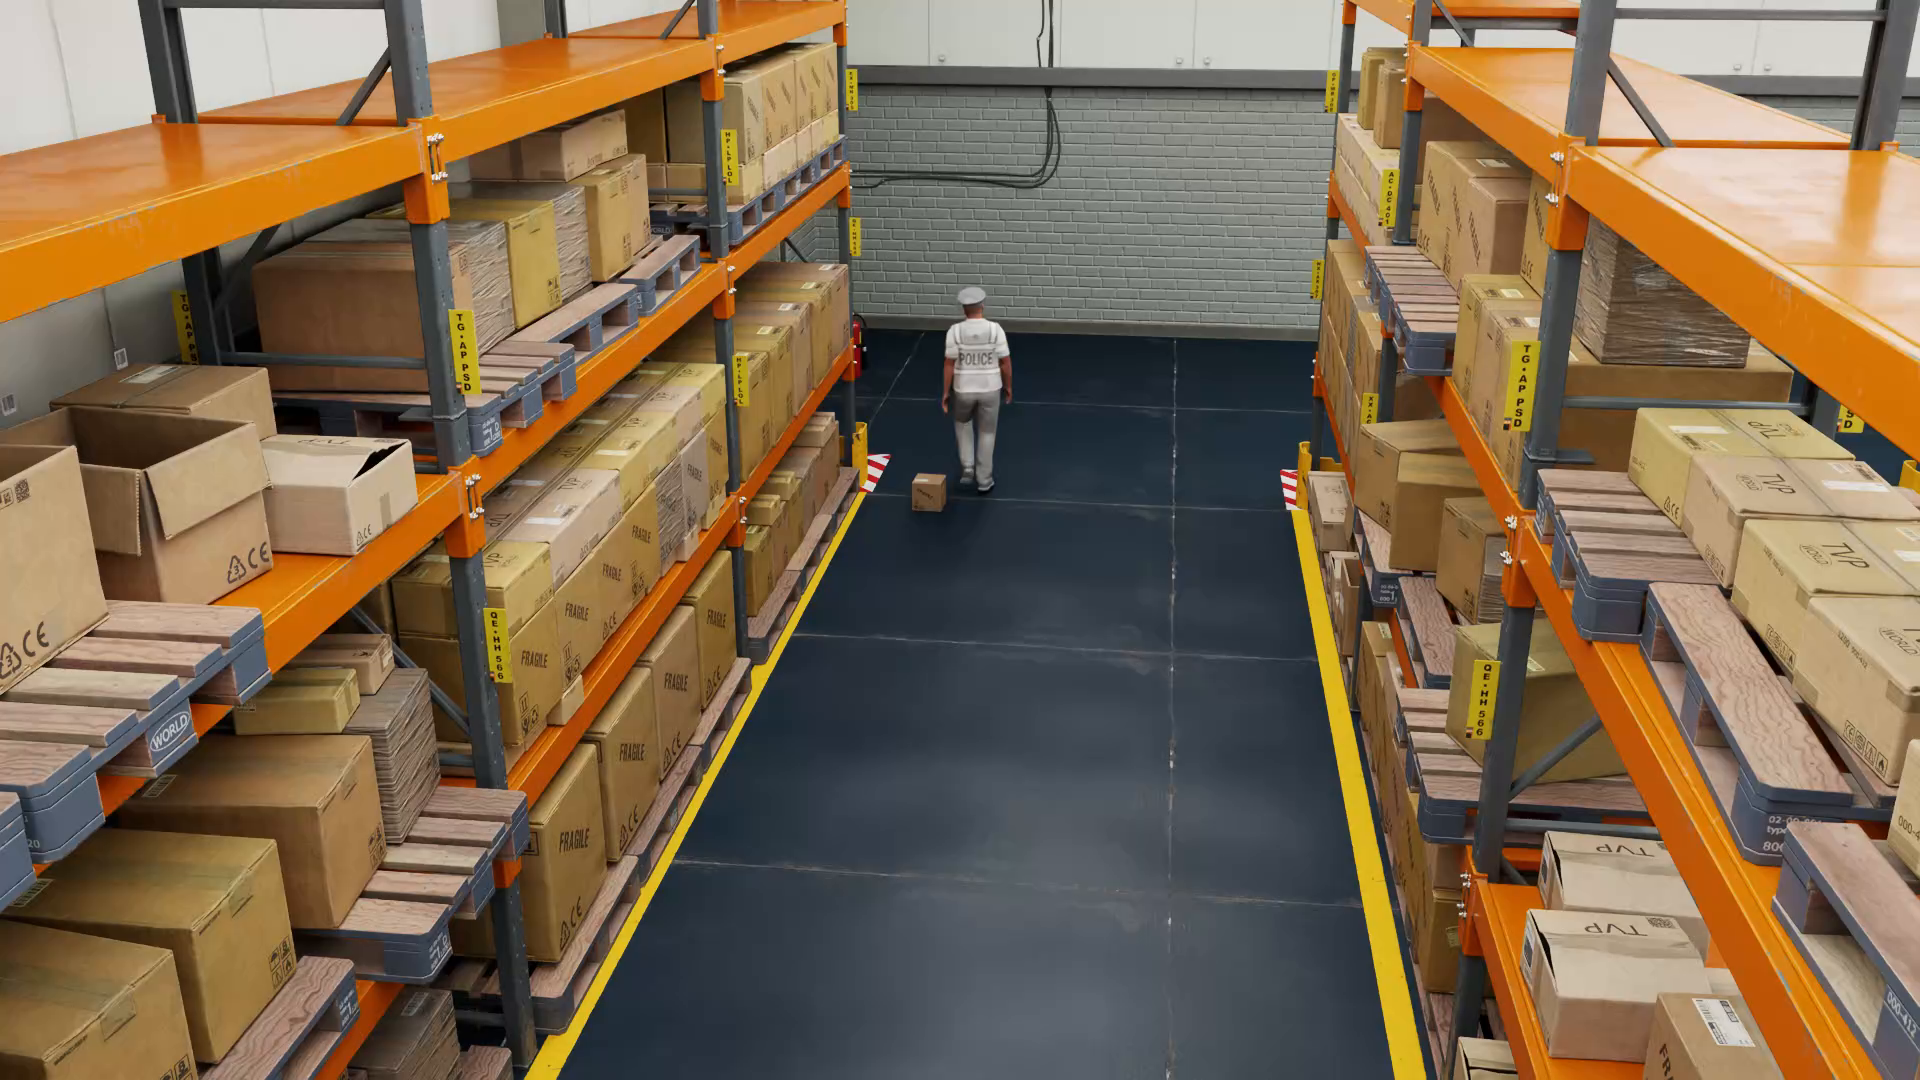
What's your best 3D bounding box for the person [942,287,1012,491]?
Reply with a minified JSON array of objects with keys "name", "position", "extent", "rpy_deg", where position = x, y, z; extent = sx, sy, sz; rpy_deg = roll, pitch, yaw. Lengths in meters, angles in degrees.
[{"name":"person","position":[0.149,-1.282,14.432],"extent":[0.600,1.828,0.510],"rpy_deg":[2,21,4]}]
